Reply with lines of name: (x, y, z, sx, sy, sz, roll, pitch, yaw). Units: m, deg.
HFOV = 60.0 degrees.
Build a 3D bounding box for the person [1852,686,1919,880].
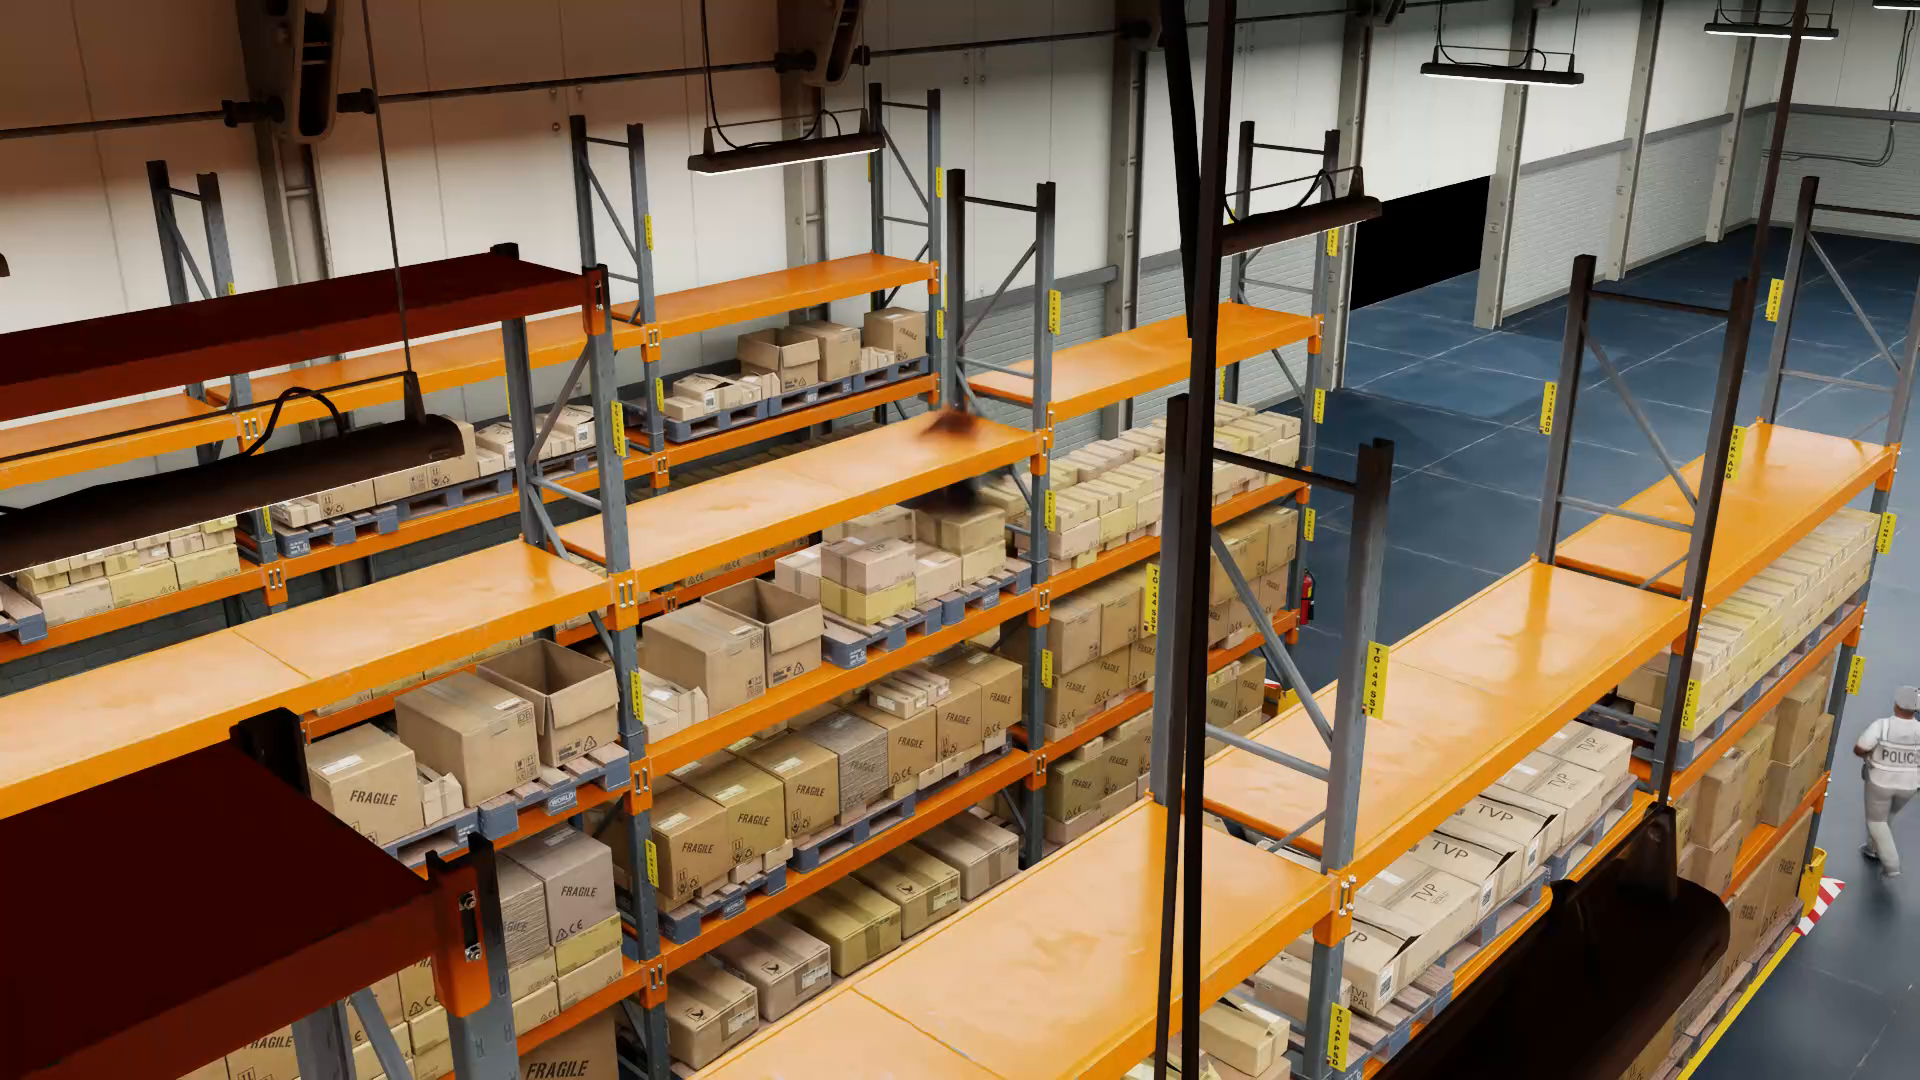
person: (7.961, 2.086, 14.236, 0.700, 1.808, 0.908, 2, 21, 5)
